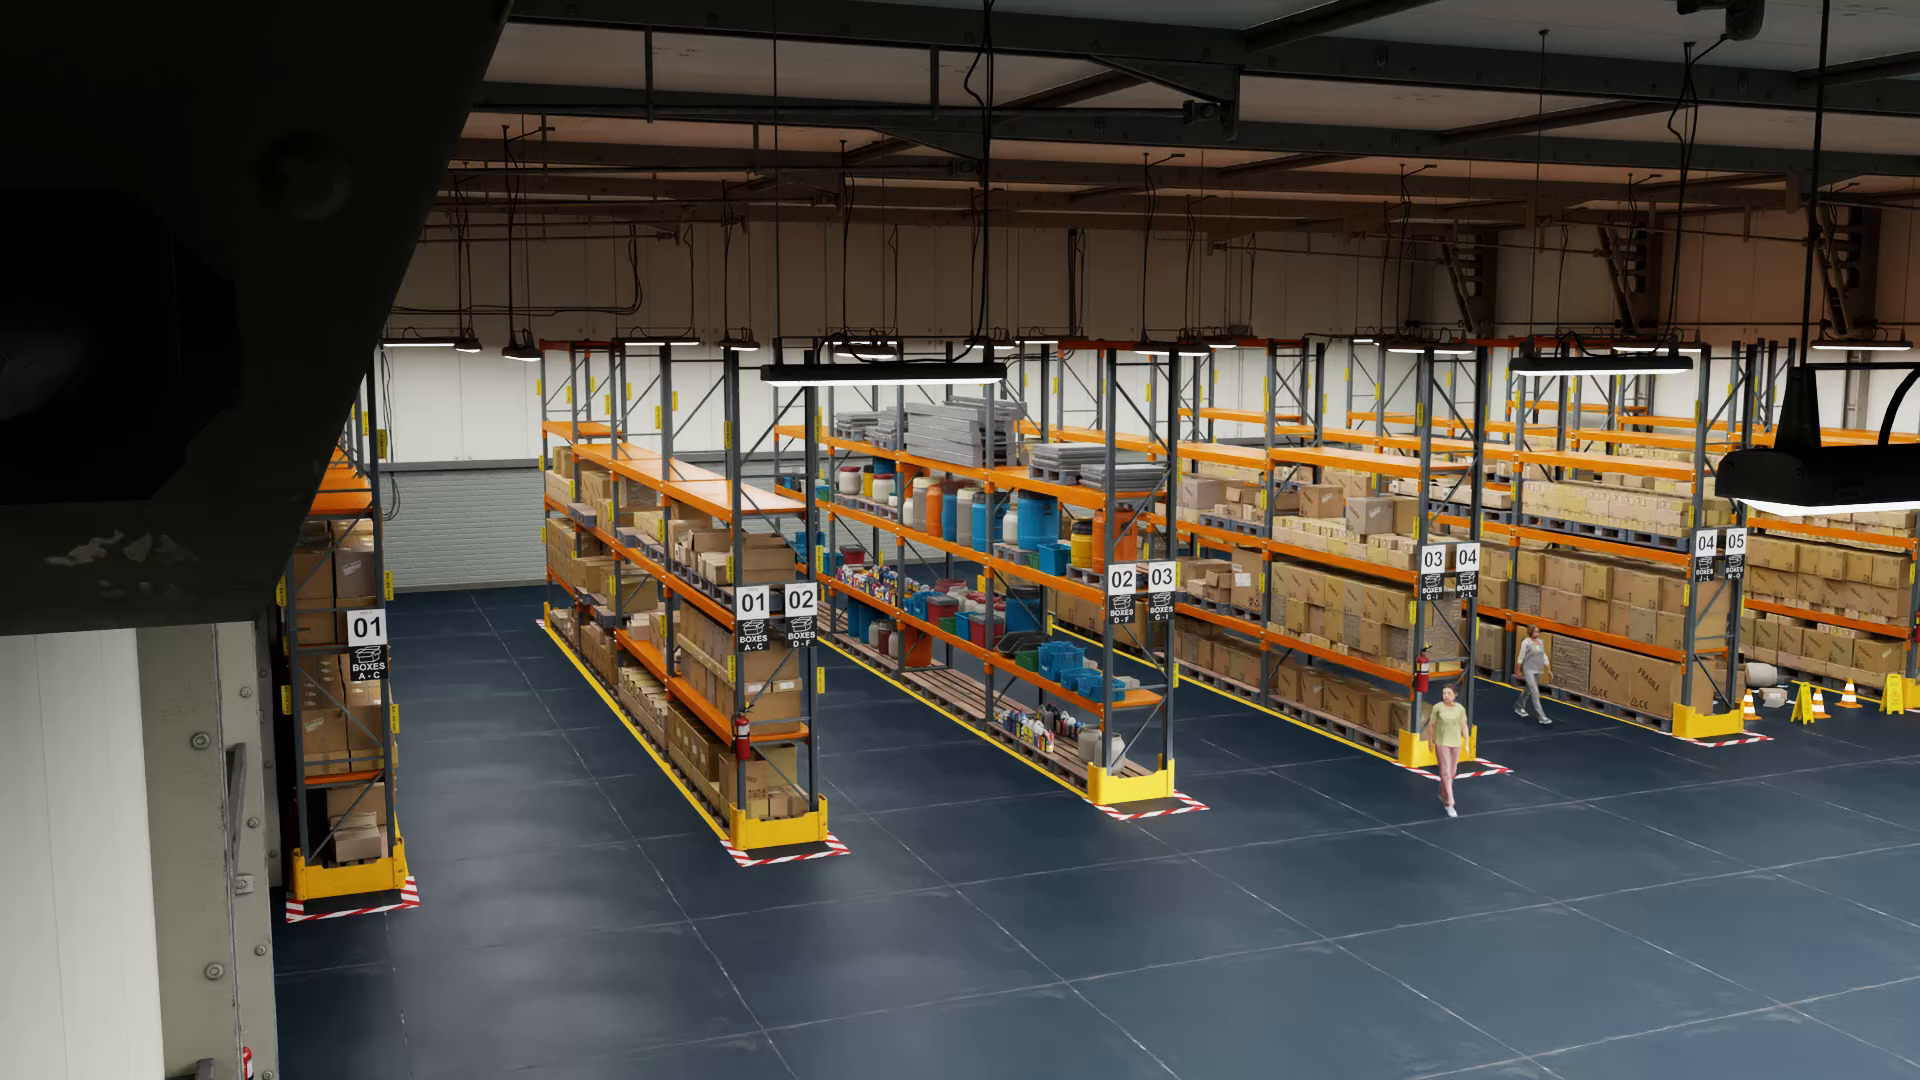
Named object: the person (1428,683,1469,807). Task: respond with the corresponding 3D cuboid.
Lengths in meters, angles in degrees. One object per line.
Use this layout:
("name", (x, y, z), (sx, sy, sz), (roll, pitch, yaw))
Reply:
("person", (6.378, 2.647, 21.711), (0.472, 1.584, 0.628), (0, 7, -3))

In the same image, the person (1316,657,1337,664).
("person", (6.858, 1.399, 31.030), (0.536, 1.763, 0.534), (-6, 9, -37))

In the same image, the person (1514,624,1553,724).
("person", (9.179, 2.109, 26.479), (0.431, 1.548, 0.943), (-3, 8, -24))

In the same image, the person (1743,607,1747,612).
("person", (16.154, 1.127, 33.710), (0.437, 1.669, 0.556), (-5, 9, -33))
